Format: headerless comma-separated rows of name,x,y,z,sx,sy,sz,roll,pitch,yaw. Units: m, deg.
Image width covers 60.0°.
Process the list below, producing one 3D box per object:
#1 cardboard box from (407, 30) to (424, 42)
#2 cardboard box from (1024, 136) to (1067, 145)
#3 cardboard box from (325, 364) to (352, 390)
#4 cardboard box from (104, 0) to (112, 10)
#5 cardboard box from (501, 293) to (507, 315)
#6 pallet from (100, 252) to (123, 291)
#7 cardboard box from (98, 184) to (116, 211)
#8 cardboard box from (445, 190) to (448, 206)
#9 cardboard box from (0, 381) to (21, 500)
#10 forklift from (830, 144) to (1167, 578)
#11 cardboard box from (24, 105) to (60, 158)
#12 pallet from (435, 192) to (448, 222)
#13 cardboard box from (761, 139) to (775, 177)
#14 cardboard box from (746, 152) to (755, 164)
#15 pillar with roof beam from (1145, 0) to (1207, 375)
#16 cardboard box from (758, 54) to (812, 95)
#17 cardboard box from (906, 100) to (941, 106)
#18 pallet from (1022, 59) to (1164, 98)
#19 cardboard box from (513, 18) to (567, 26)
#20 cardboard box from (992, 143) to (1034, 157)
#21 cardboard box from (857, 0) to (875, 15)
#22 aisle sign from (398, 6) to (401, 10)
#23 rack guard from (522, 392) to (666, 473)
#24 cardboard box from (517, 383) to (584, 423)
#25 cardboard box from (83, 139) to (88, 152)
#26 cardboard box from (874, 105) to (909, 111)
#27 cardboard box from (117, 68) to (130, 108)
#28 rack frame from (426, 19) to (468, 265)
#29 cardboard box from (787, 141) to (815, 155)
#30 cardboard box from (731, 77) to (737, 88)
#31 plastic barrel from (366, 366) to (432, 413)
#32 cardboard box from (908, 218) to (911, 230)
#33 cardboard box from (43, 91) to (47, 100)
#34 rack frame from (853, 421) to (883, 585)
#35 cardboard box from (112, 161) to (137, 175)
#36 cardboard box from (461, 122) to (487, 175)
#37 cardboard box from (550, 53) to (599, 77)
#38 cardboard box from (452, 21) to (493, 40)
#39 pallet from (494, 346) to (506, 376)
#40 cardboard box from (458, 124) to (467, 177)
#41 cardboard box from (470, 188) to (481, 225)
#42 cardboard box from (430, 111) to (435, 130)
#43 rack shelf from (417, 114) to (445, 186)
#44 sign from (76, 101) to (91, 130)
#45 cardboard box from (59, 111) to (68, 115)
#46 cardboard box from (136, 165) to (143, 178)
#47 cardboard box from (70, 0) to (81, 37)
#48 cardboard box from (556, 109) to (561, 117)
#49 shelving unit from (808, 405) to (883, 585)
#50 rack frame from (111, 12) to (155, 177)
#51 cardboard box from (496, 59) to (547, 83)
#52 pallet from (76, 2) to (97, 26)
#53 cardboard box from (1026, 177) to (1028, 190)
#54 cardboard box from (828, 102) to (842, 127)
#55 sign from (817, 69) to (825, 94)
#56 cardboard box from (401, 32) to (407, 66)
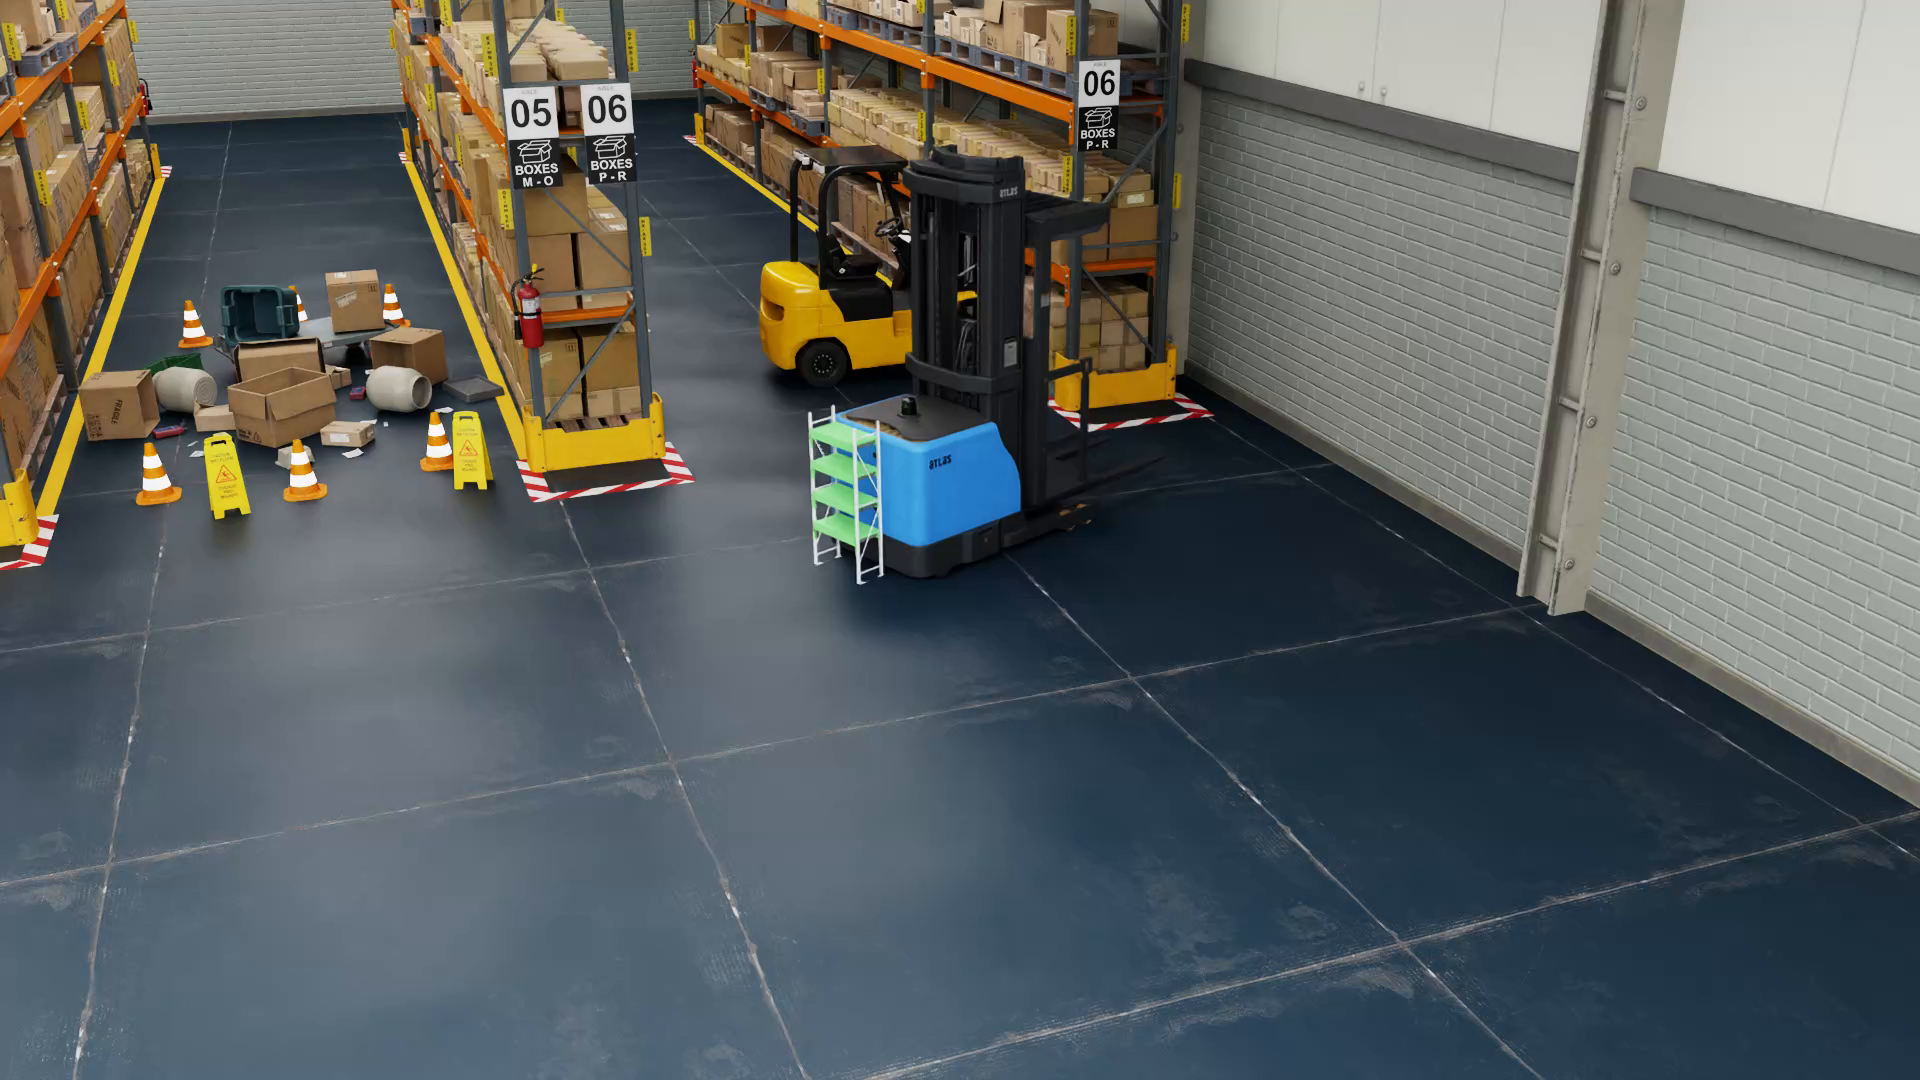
cardboard box,-7.796,-7.300,24.080,0.380,0.149,0.250,-9,24,-20
cardboard box,0.897,-4.139,17.486,0.380,0.149,0.250,-9,24,-20
cardboard box,-6.283,-1.669,16.491,0.396,0.266,0.258,12,26,27
cardboard box,-12.252,-7.600,23.375,0.500,0.250,0.500,-7,24,-17
cardboard box,-4.047,-2.204,15.440,0.380,0.149,0.250,-7,24,-17
pallet,-10.846,-3.256,20.327,1.003,0.211,1.213,-8,24,-19
cardboard box,-10.931,-4.294,20.911,0.500,0.250,0.500,-8,24,-19
cardboard box,-6.769,-5.099,23.304,0.875,0.875,0.875,-8,24,-17
cardboard box,-8.047,-0.802,13.109,0.875,0.875,0.875,-8,24,-19
forklift,0.427,-1.549,12.776,3.031,2.935,1.130,-21,30,-40
cardboard box,-10.242,-4.416,18.072,0.700,0.500,0.500,-9,24,-20
pallet,-7.046,-4.871,24.159,1.003,0.211,1.213,-8,24,-19
cardboard box,-2.787,-5.943,25.791,0.500,0.500,0.500,-7,24,-17
cardboard box,-3.219,-6.150,26.734,0.380,0.149,0.250,-9,25,-21
pillar with roof beam,-1.938,-5.299,13.859,9.100,9.000,0.400,-8,24,-19
cardboard box,-2.603,-6.953,24.840,0.700,0.500,0.500,-8,24,-18
cardboard box,-0.461,-5.463,21.009,0.380,0.149,0.250,-9,24,-20
pallet,1.266,-4.350,15.585,1.003,0.211,1.213,-8,24,-19
cardboard box,-4.395,-5.293,17.361,0.500,0.250,0.500,-9,24,-20
cardboard box,0.548,-3.982,17.112,0.380,0.149,0.250,-8,24,-19
cardboard box,-0.947,-6.657,20.144,0.500,0.500,0.500,-8,24,-18
aisle sign,-9.099,-9.064,27.169,0.394,0.787,0.004,-8,24,-19
rack guard,-3.177,-0.942,14.464,1.175,0.500,0.348,-8,24,-19
cardboard box,-3.696,-1.258,14.995,0.500,0.250,0.500,-8,24,-19
cardboard box,-10.731,-4.720,19.994,0.380,0.149,0.250,-7,24,-16
cardboard box,-0.849,-5.295,20.611,0.380,0.149,0.250,-8,24,-19
cardboard box,-12.250,-6.475,23.861,0.500,0.500,0.500,-9,24,-20
rack frame,-5.976,-4.973,20.810,1.000,3.000,0.127,-8,24,-19
cardboard box,-2.349,-5.816,24.654,0.380,0.149,0.250,-7,24,-17
cardboard box,-3.507,-7.445,26.998,0.380,0.149,0.250,-9,24,-20
plastic barrel,-5.296,-1.421,15.701,0.512,0.421,0.421,8,24,18
cardboard box,-0.116,-3.489,19.806,0.875,0.625,0.625,-7,24,-17
cardboard box,-12.276,-5.856,21.922,0.380,0.149,0.250,-7,24,-16
rack frame,-0.658,-0.258,11.939,0.240,1.200,0.015,-21,31,-40
cardboard box,-12.217,-5.406,24.203,0.380,0.149,0.250,-8,24,-18
cardboard box,-4.451,-3.785,16.193,0.700,0.500,0.500,-8,24,-19
cardboard box,-3.189,-3.946,13.809,0.380,0.149,0.250,-8,24,-19
cardboard box,-4.757,-4.994,16.295,0.380,0.149,0.250,-9,24,-20
pallet,-4.293,-1.995,17.335,1.003,0.211,1.213,-8,24,-19
cardboard box,-5.118,-4.212,17.953,0.500,0.500,0.500,-8,24,-19
cardboard box,-4.669,-3.504,16.814,0.500,0.500,0.500,-8,24,-19
cardboard box,-6.570,-5.461,21.517,0.500,0.250,0.500,-9,24,-20
rack shelf,-6.683,-5.368,22.674,1.077,0.370,4.000,-8,24,-19
sign,-10.054,-4.868,19.070,0.100,0.325,0.005,-8,24,-19
cardboard box,-10.827,-5.087,20.097,0.380,0.149,0.250,-9,25,-21
cardboard box,-12.368,-5.461,24.715,0.380,0.149,0.250,-8,24,-18
cardboard box,-10.889,-6.291,19.946,0.500,0.500,0.500,-8,24,-19
cardboard box,-3.312,-3.768,14.413,0.380,0.149,0.250,-8,24,-19
shelving unit,-0.828,-0.326,12.101,0.258,1.200,0.503,-21,31,-40
rack frame,-13.398,-7.164,26.008,1.000,3.000,0.127,-8,24,-19
cardboard box,-3.546,-3.782,13.420,0.380,0.149,0.250,-8,24,-18
pallet,-11.866,-6.767,21.446,1.213,0.211,1.003,-8,24,-19
cardboard box,0.740,-3.554,16.481,0.380,0.149,0.250,-9,25,-21
cardboard box,-1.429,-5.618,21.891,0.500,0.250,0.500,-8,24,-19
sign,-1.838,-6.074,22.034,0.100,0.325,0.005,-8,24,-19
cardboard box,-8.175,-7.436,25.237,0.500,0.500,0.500,-8,24,-18
